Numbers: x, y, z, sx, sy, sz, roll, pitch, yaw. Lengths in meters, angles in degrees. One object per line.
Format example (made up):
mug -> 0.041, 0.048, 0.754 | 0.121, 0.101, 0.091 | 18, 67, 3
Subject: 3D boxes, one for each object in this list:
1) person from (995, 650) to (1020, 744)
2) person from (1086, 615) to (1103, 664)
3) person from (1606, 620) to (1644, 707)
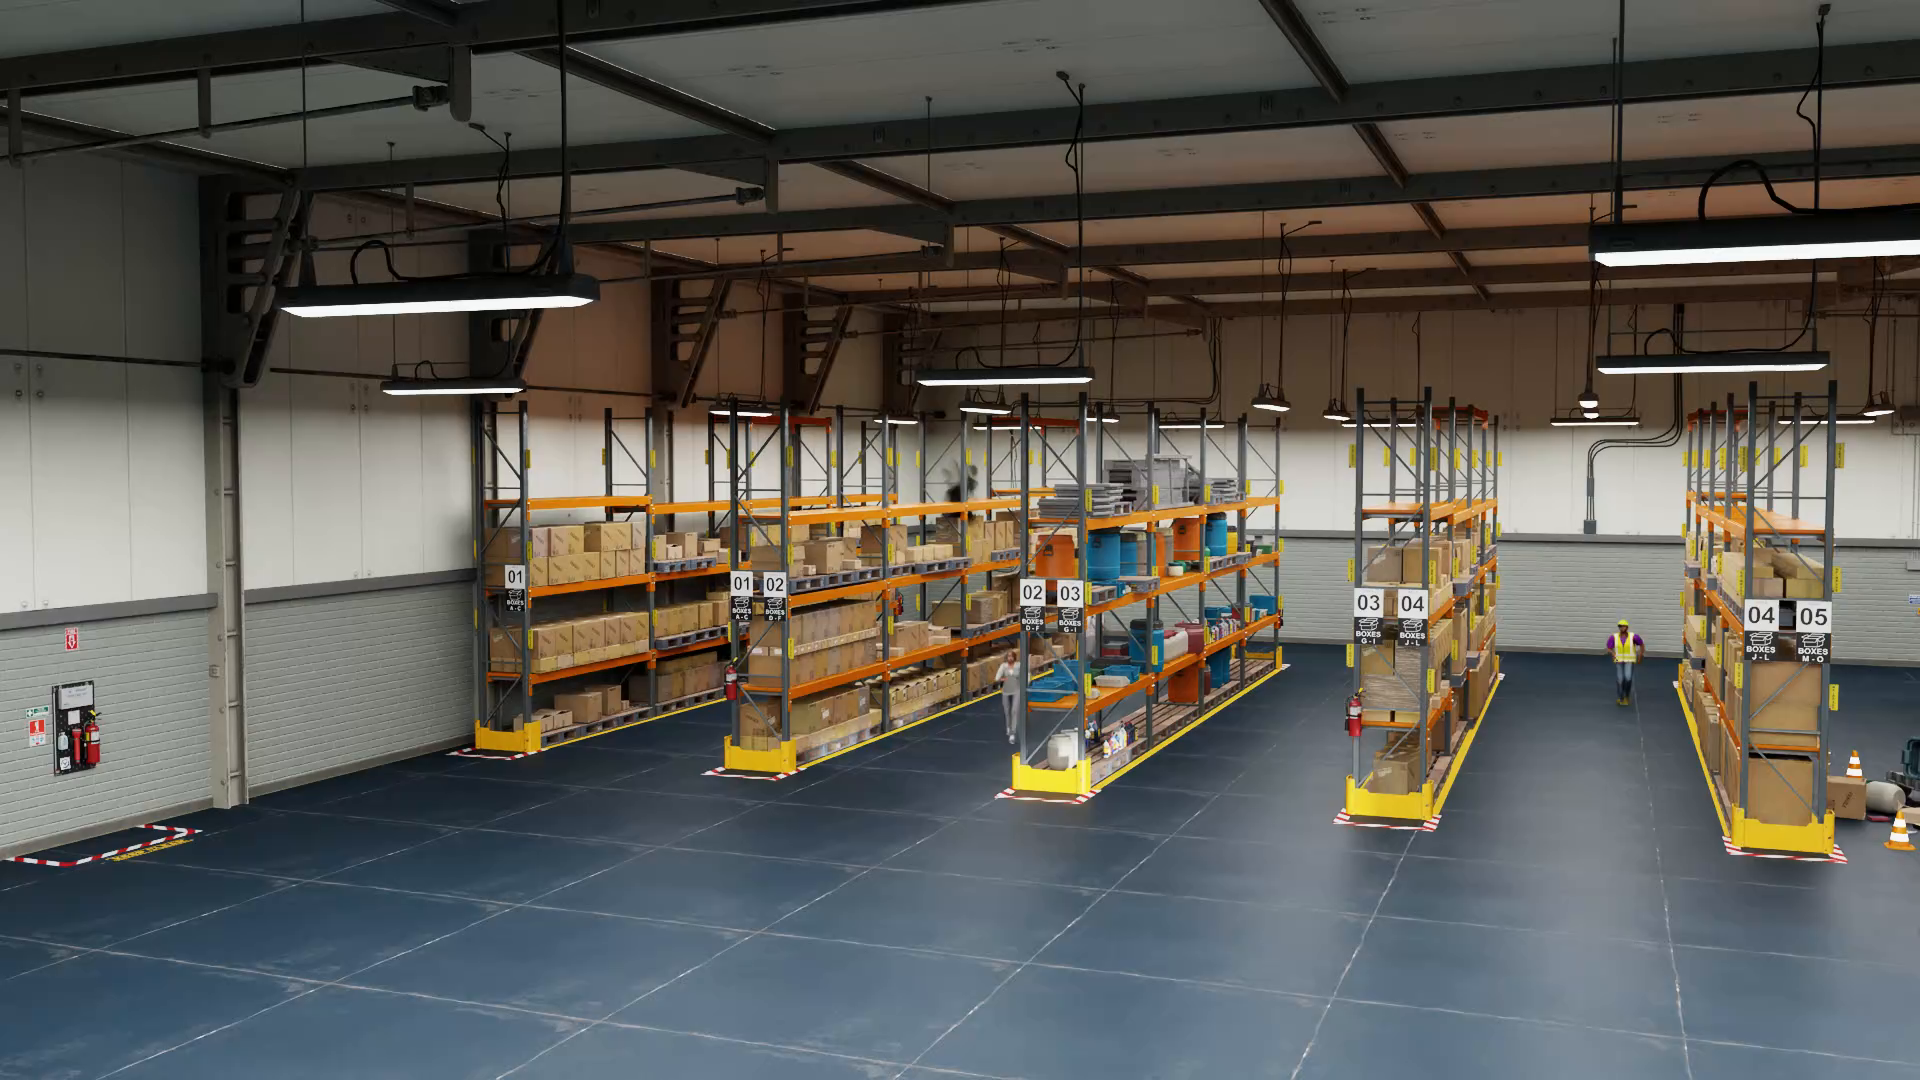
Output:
person -> 0.904, 2.744, 29.491 | 0.558, 1.610, 0.837 | 0, 3, 7
person -> 2.769, 2.157, 36.161 | 0.584, 1.805, 0.704 | 1, 3, 19
person -> 13.438, 2.494, 33.660 | 0.699, 1.760, 0.665 | 2, 3, 30
